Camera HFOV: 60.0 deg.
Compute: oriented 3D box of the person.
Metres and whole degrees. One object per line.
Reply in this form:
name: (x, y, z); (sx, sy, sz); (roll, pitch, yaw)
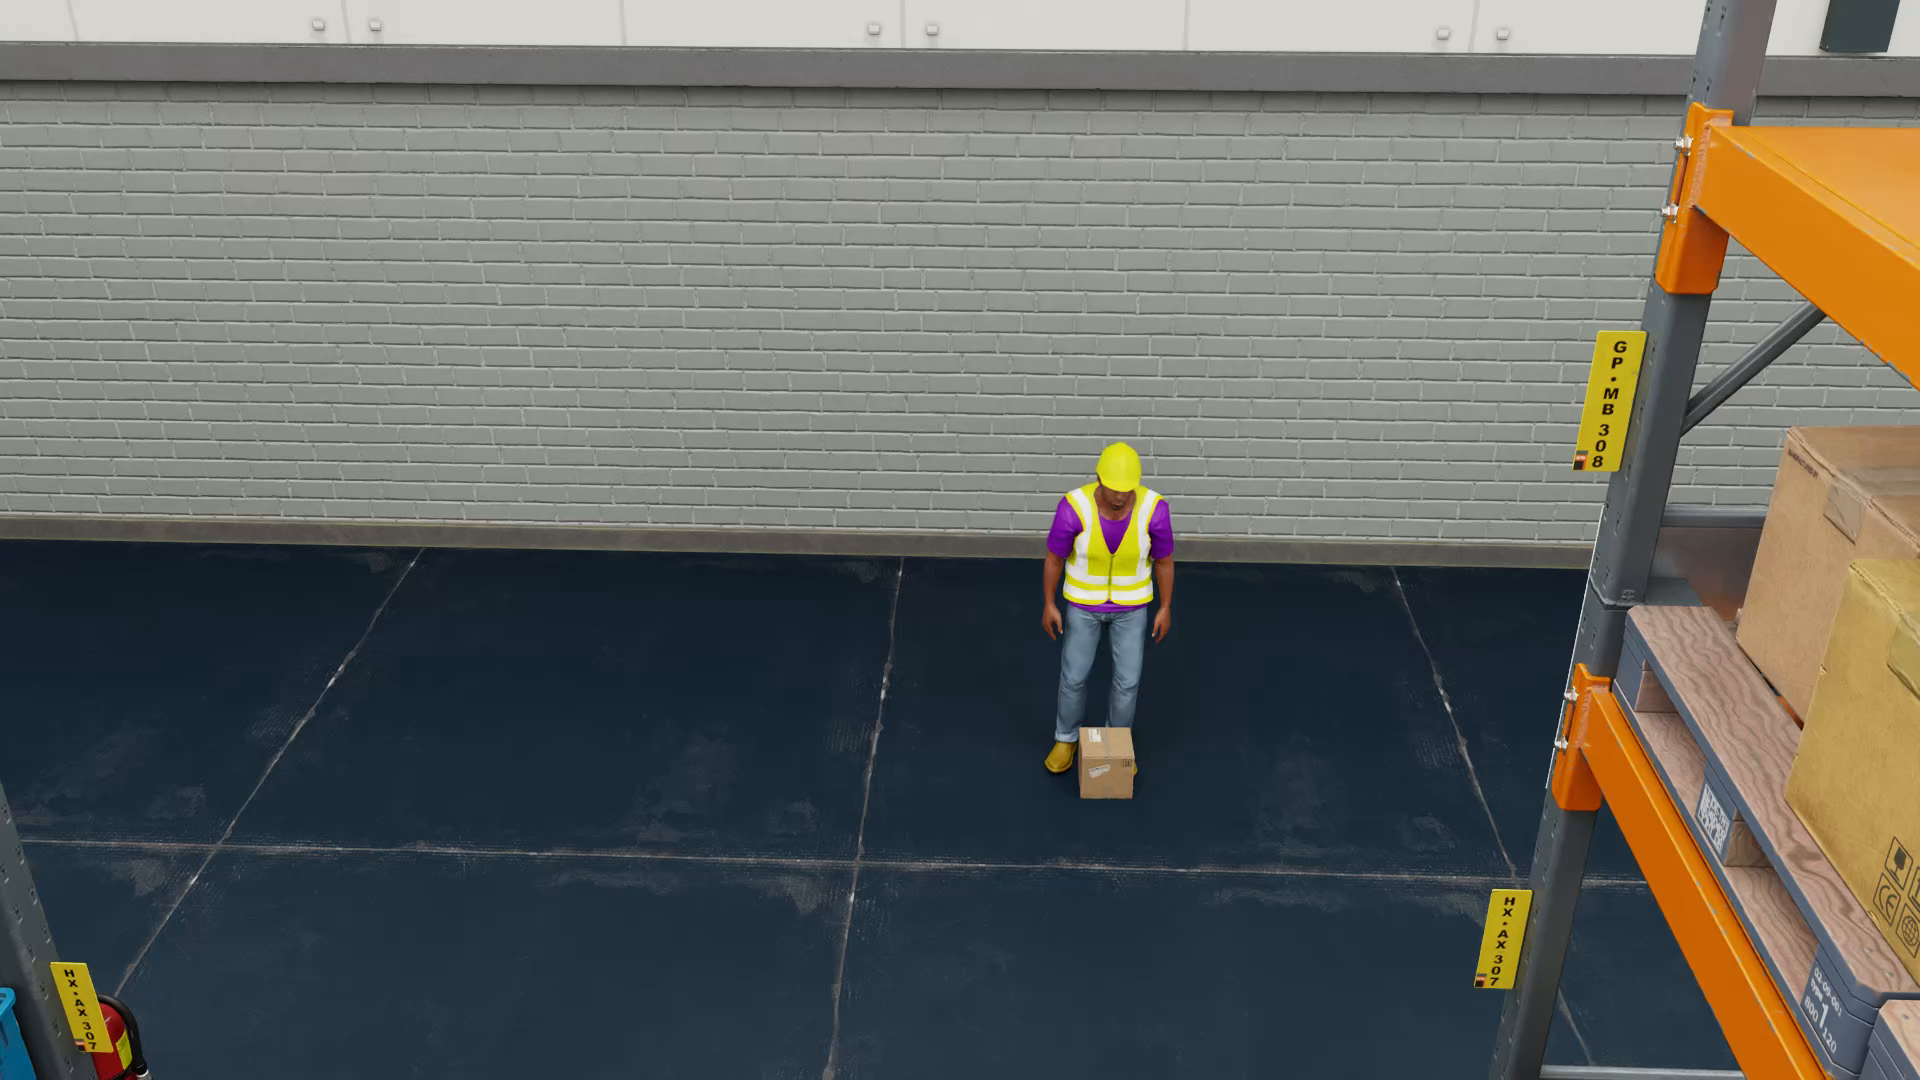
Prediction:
person: (0.709, 0.320, 7.993); (0.626, 1.761, 0.459); (1, 28, 2)
